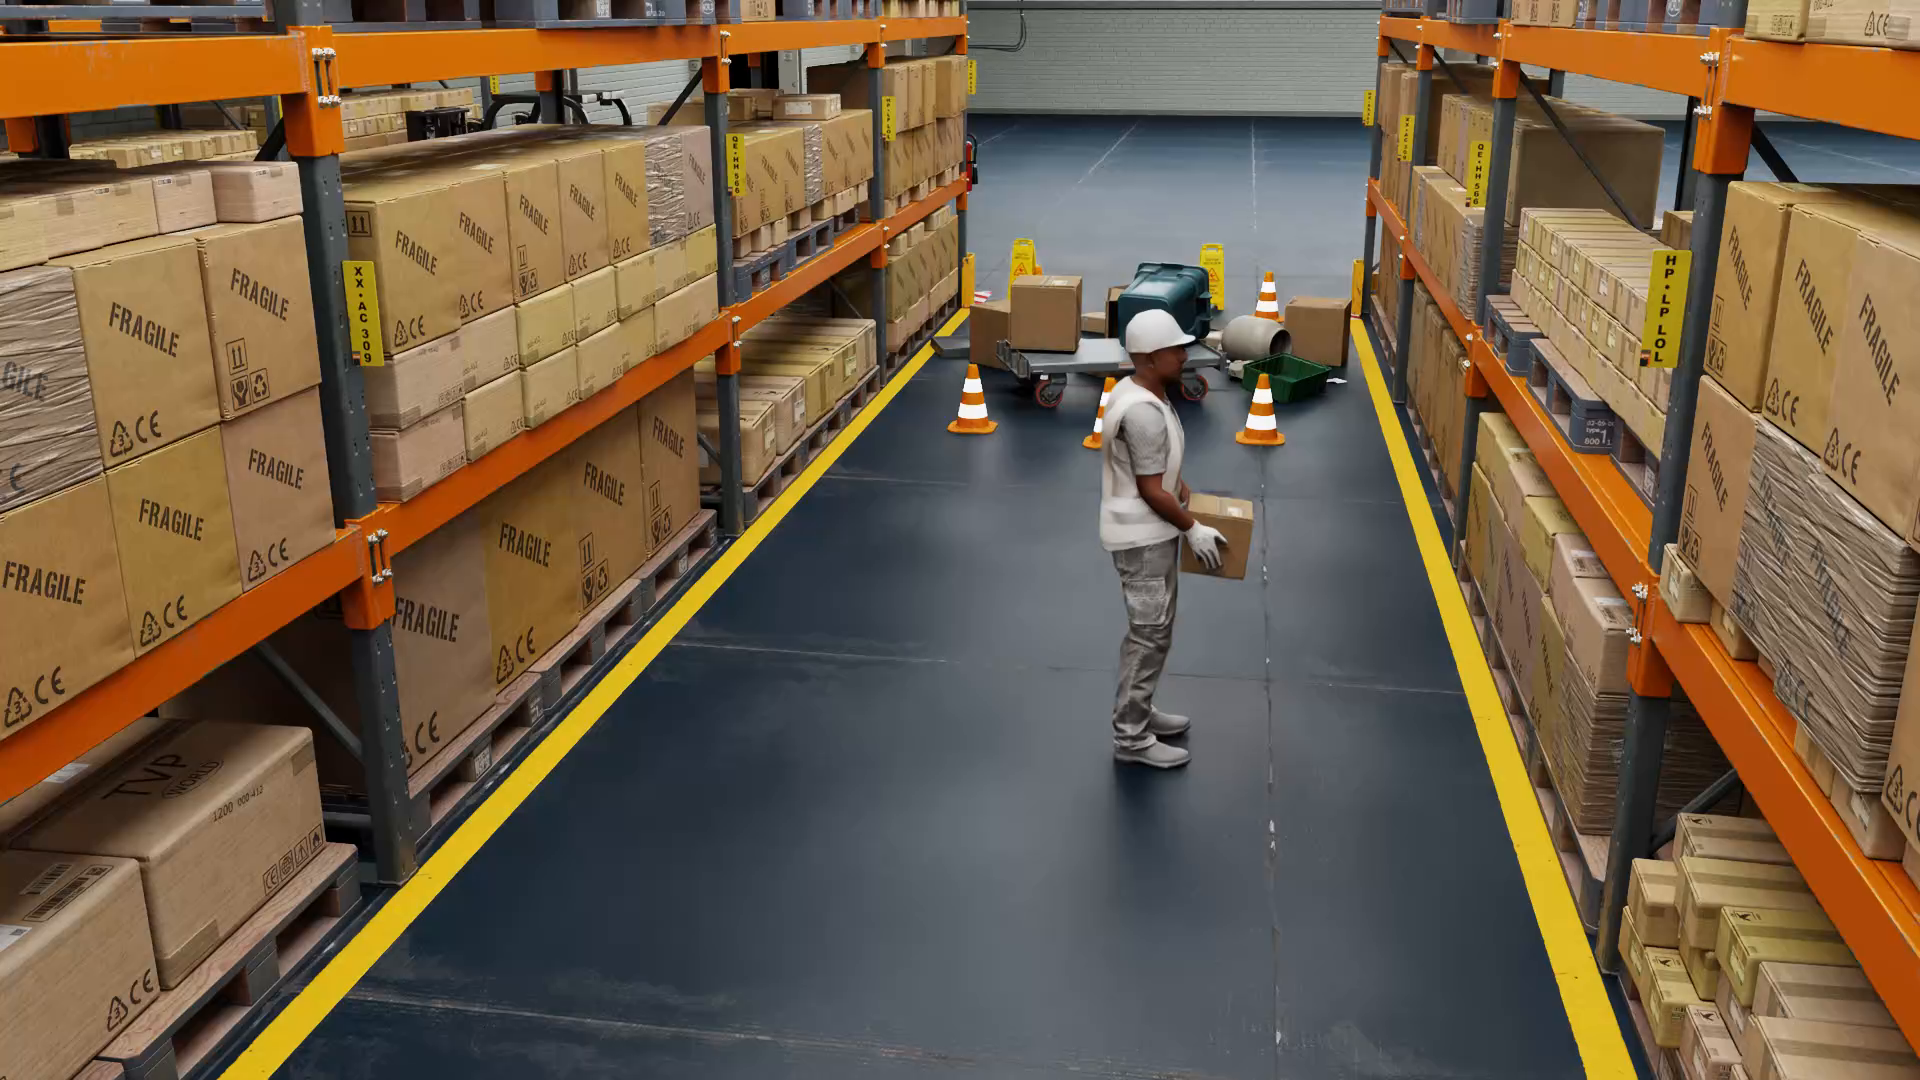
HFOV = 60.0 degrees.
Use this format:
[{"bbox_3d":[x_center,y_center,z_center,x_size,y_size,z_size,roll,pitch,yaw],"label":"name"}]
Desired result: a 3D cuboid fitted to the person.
[{"bbox_3d":[0.798,-0.014,6.556,0.509,1.788,0.546,3,18,8],"label":"person"}]
